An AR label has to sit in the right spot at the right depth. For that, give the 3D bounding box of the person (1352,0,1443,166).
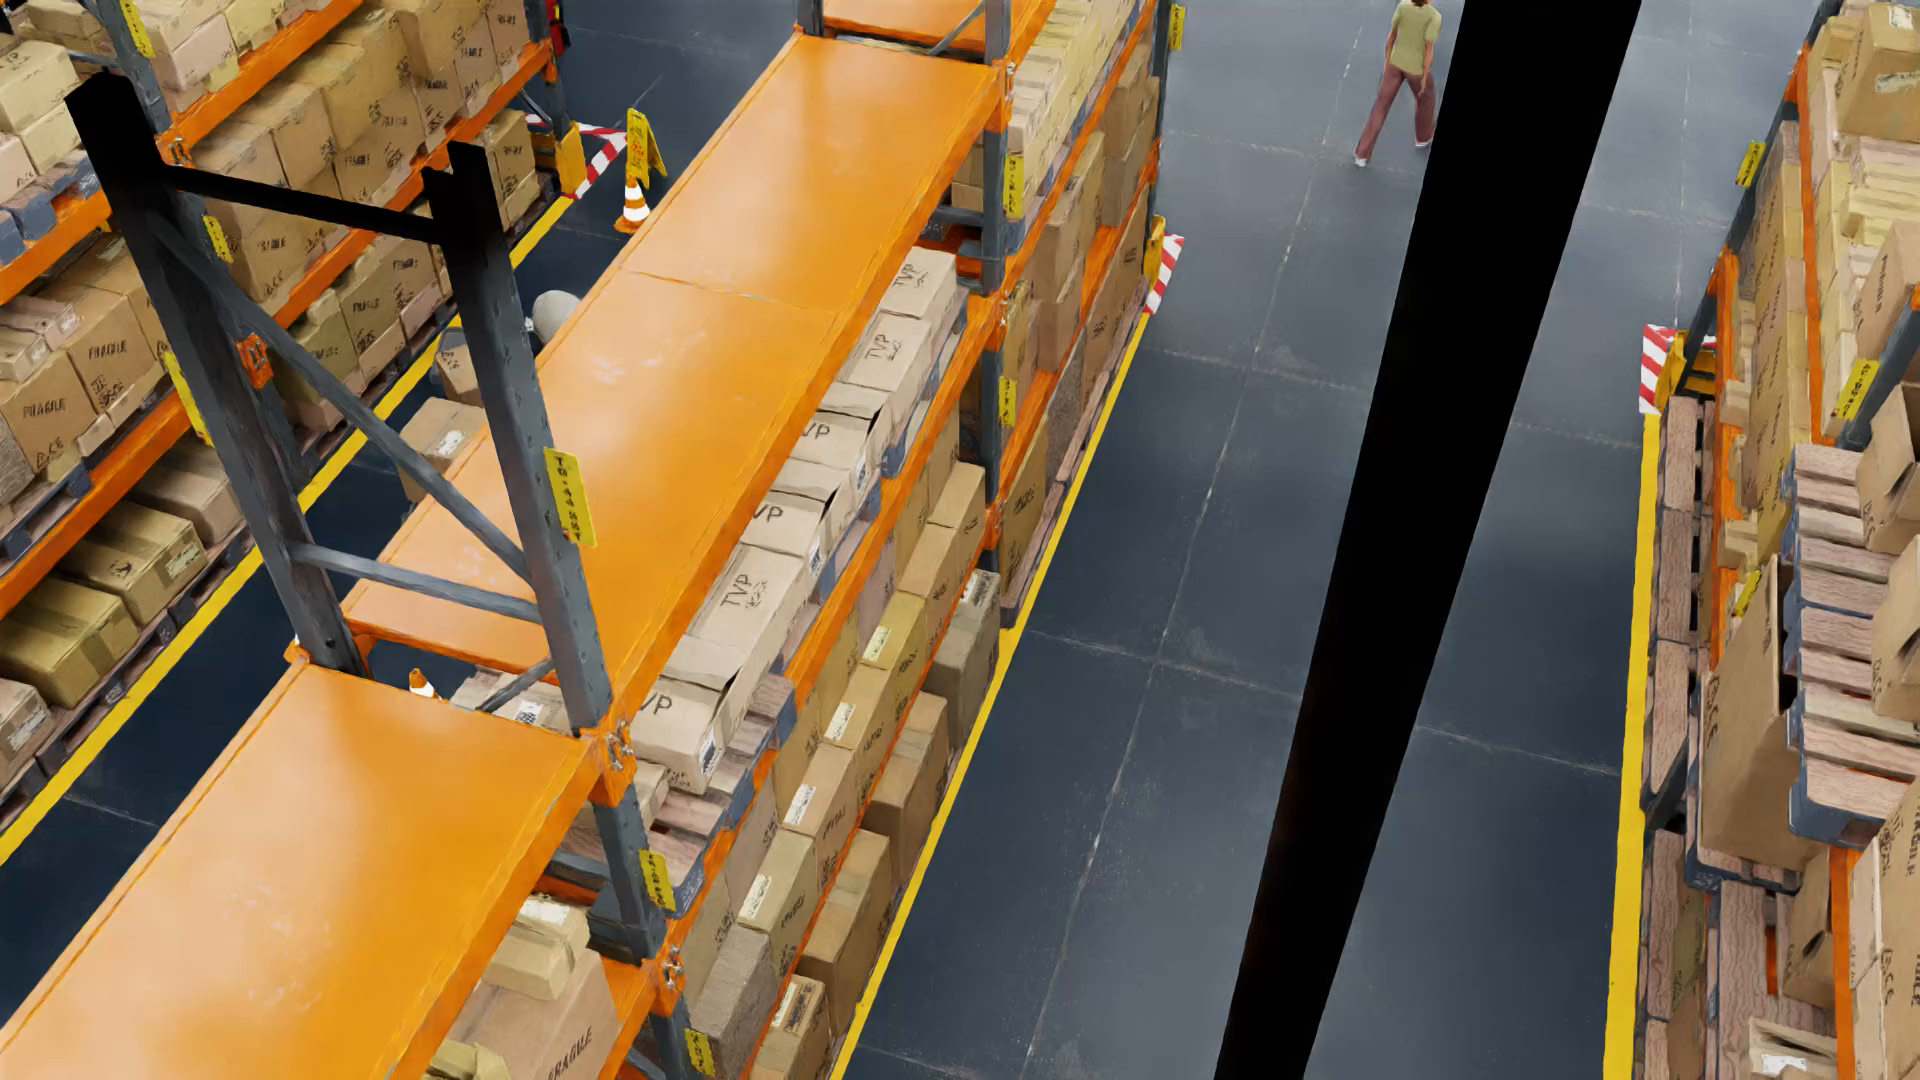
[{"bbox_3d":[3.759,-3.960,13.870,0.483,1.620,0.949,33,54,28],"label":"person"}]
